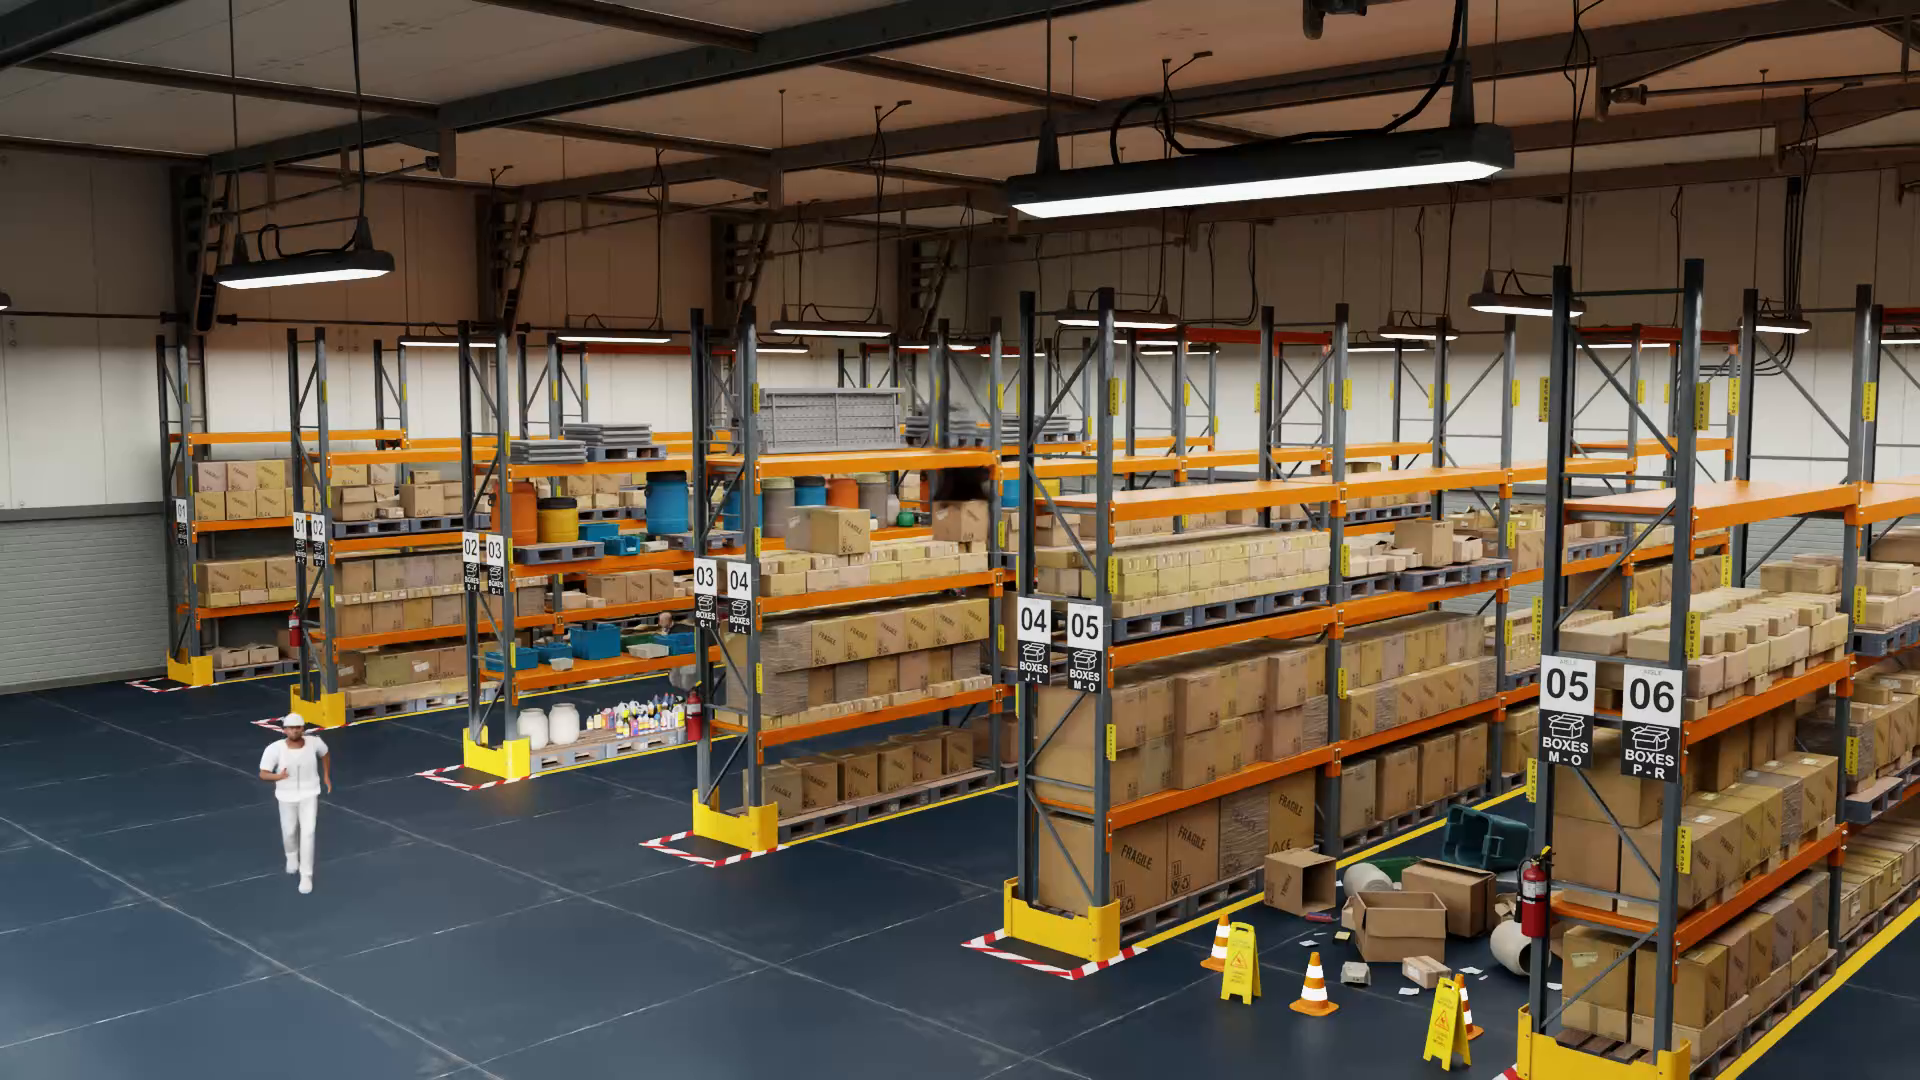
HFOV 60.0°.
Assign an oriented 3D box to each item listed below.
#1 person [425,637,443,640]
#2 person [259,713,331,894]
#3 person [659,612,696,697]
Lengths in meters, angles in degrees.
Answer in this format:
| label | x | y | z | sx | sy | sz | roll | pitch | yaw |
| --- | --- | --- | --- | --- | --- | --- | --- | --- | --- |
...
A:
| label | x | y | z | sx | sy | sz | roll | pitch | yaw |
| --- | --- | --- | --- | --- | --- | --- | --- | --- | --- |
| person | -9.312 | 1.560 | 29.609 | 0.661 | 1.680 | 0.585 | 4 | 7 | 37 |
| person | -6.831 | 2.650 | 17.121 | 0.688 | 1.781 | 0.950 | -2 | 6 | -23 |
| person | -4.456 | 1.907 | 26.318 | 0.865 | 1.599 | 0.737 | -4 | 7 | -39 |
